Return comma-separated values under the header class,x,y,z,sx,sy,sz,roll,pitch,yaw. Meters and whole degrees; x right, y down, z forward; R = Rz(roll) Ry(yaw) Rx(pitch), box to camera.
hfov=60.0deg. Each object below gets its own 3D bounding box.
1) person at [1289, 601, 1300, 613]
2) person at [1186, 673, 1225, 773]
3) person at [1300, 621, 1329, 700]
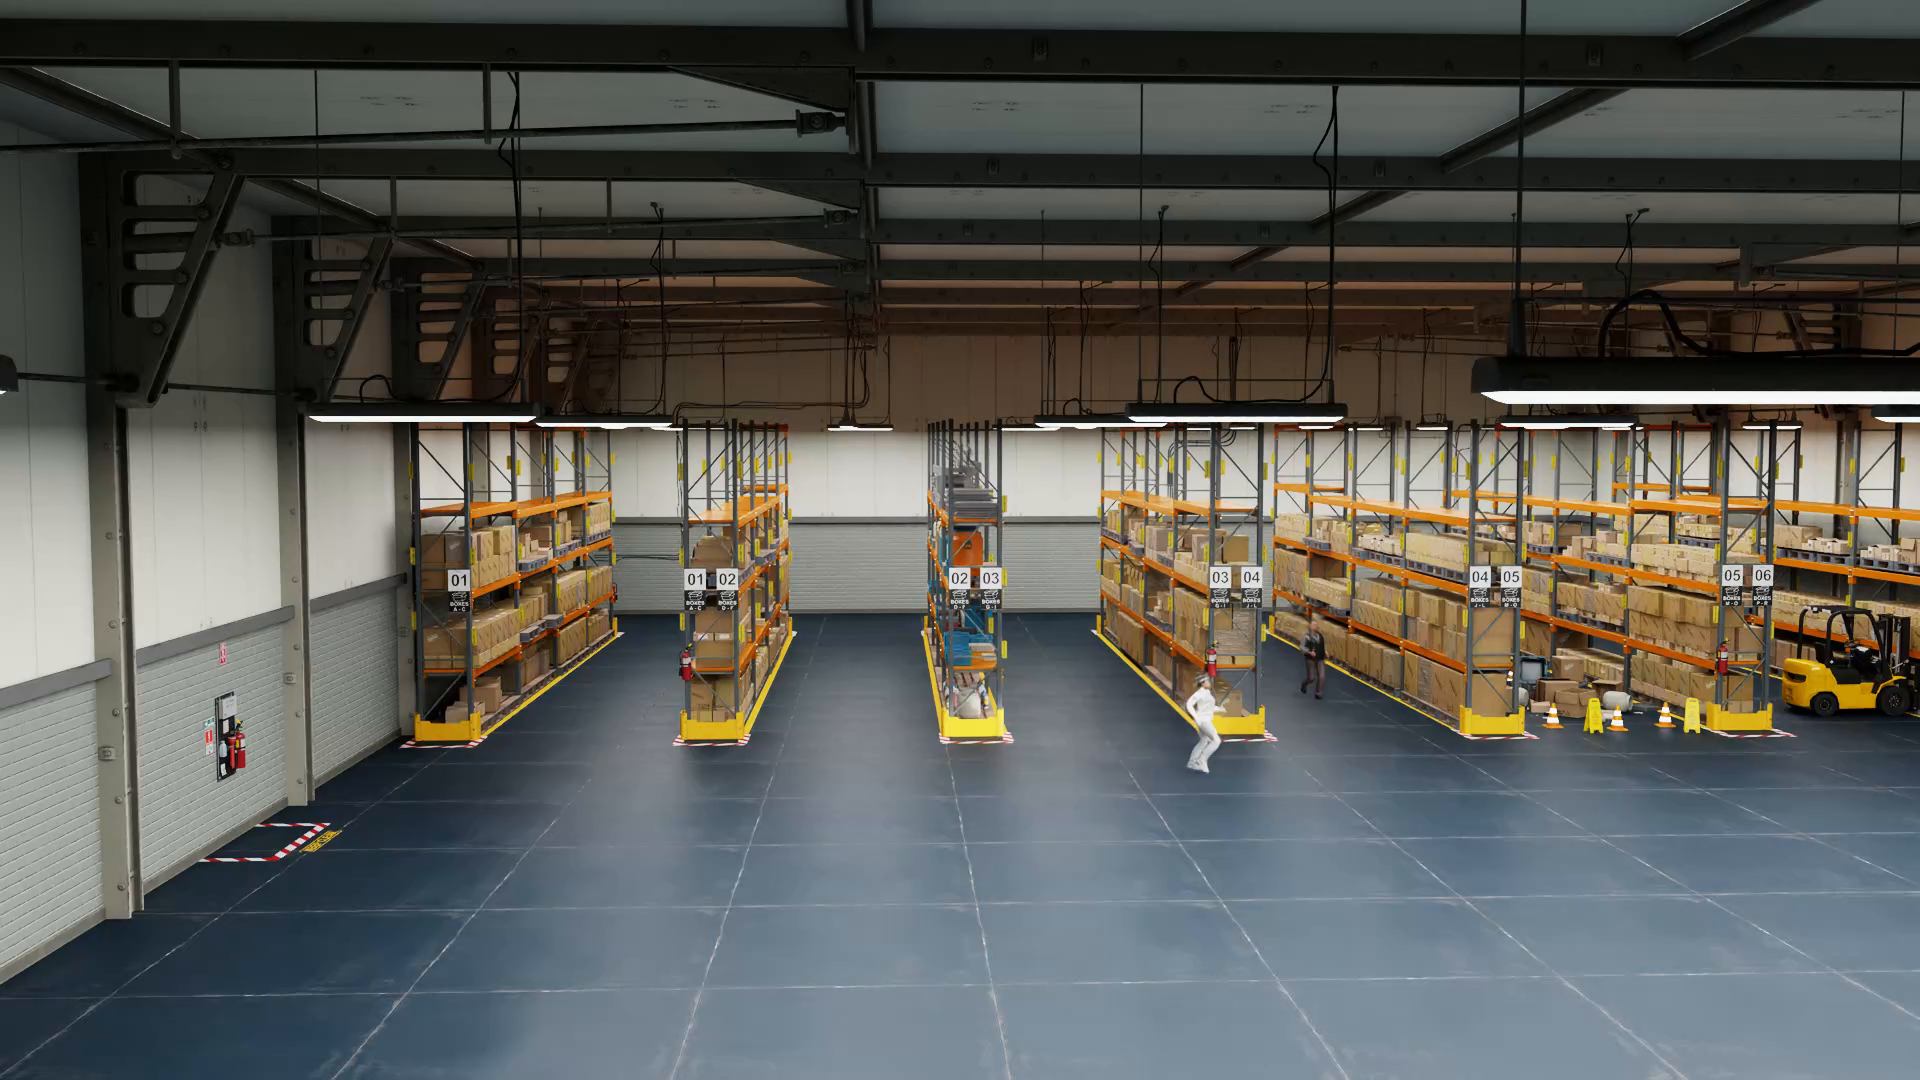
class,x,y,z,sx,sy,sz,roll,pitch,yaw
person,9.892,1.784,49.030,0.503,1.611,0.678,2,4,30
person,4.149,3.080,28.039,0.658,1.690,0.582,1,4,21
person,7.641,2.588,35.853,0.665,1.679,0.719,-1,4,-15
